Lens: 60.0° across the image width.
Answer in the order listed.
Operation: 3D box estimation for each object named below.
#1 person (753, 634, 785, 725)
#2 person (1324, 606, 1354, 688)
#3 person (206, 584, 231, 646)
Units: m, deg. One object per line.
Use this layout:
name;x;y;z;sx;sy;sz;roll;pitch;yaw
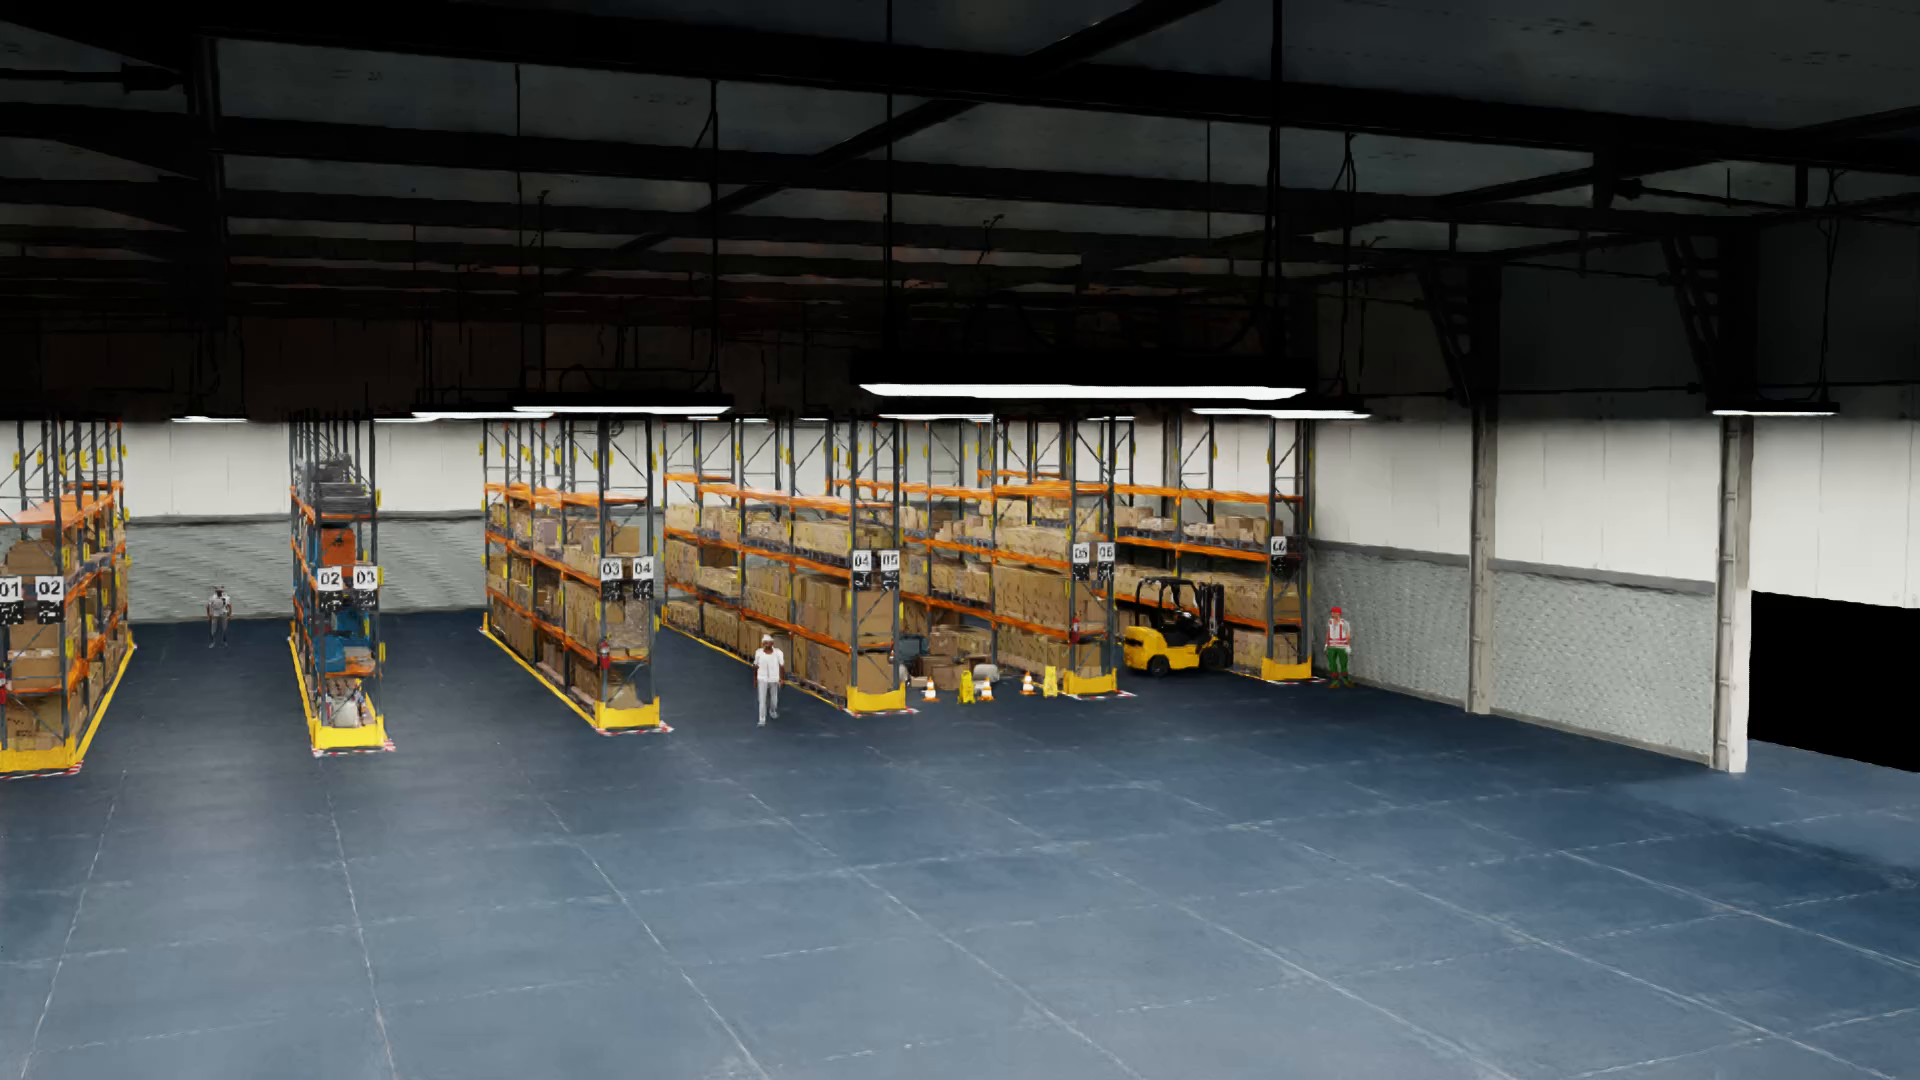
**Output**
person;-3.642;2.611;31.717;0.603;1.666;0.899;-1;4;-7
person;8.221;2.314;36.111;0.642;1.781;0.542;3;5;37
person;-19.005;1.932;42.655;0.592;1.625;0.532;-2;4;-26
